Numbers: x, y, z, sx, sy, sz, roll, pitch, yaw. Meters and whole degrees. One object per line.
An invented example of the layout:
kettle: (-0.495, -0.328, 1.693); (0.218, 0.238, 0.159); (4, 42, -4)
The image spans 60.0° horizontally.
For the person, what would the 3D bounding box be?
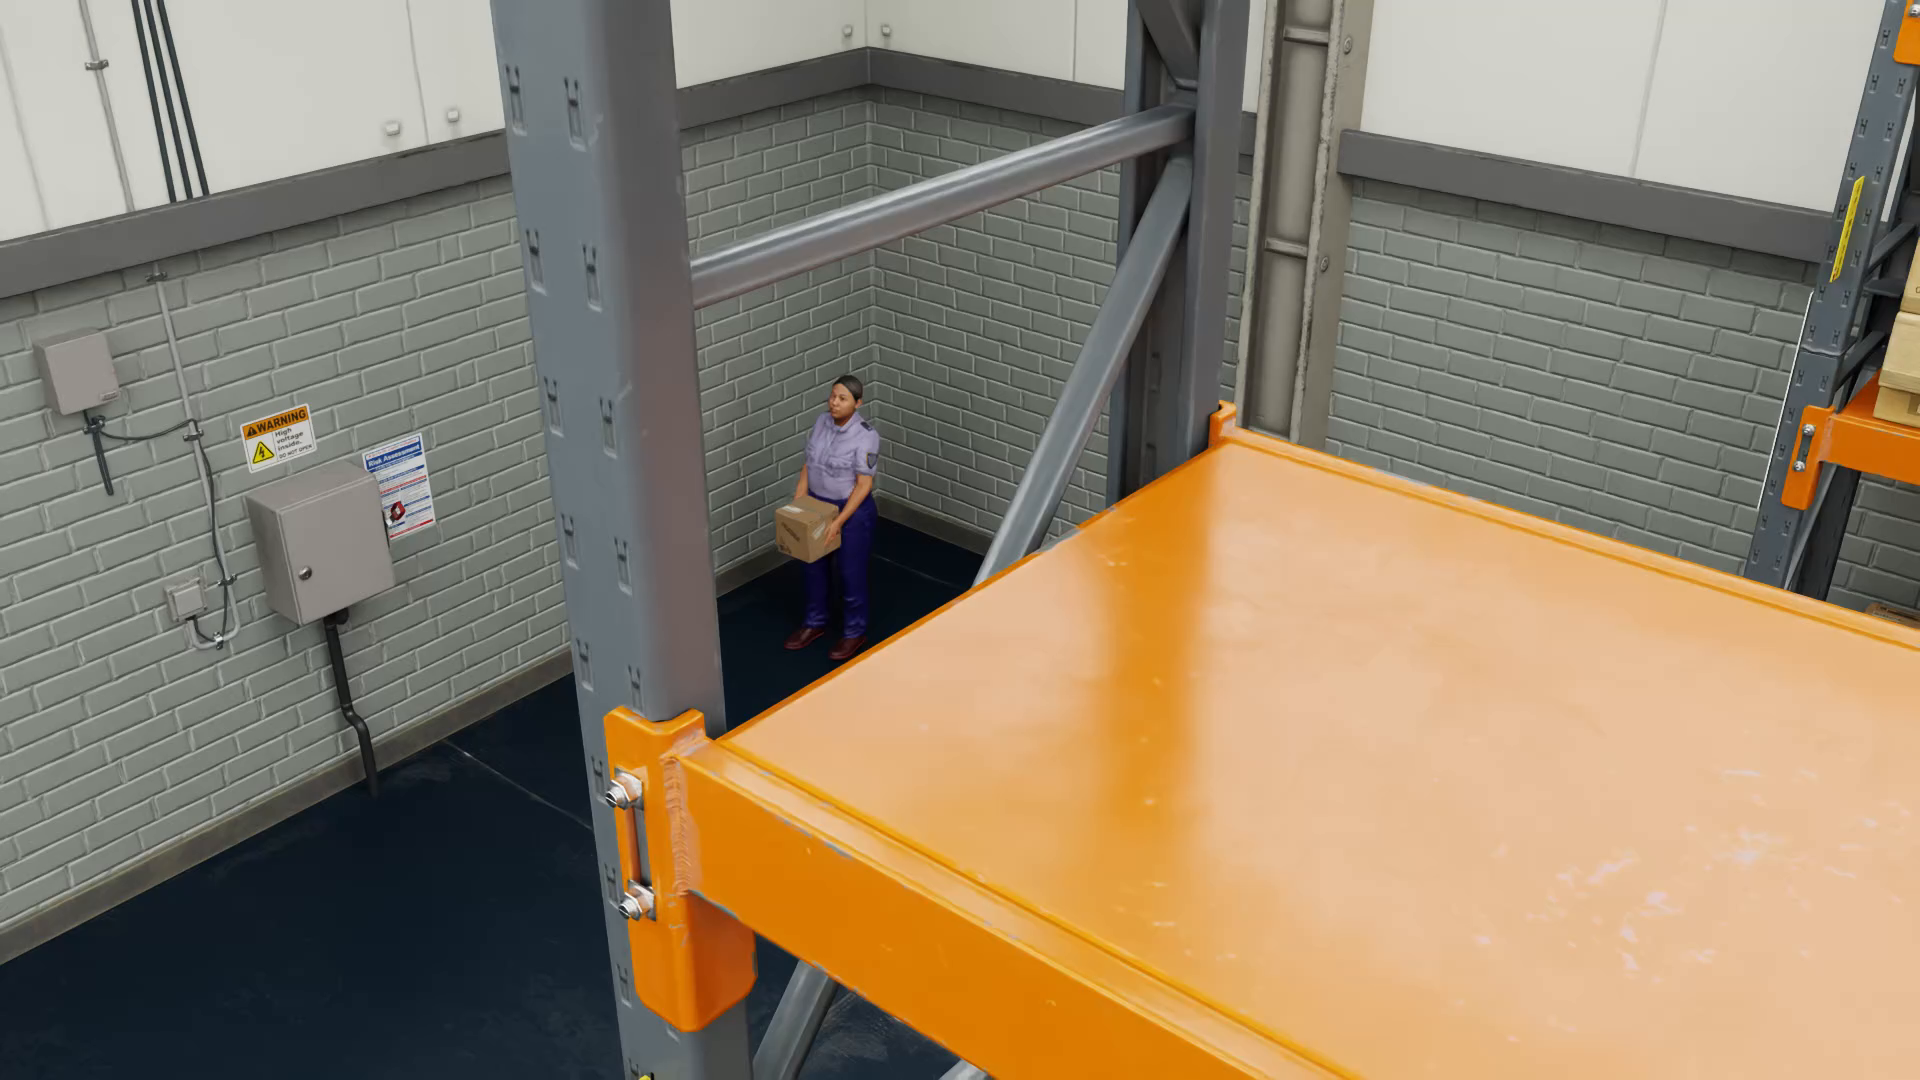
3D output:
person: (-0.707, -0.116, 9.263); (0.522, 1.653, 0.456); (21, 34, 34)
